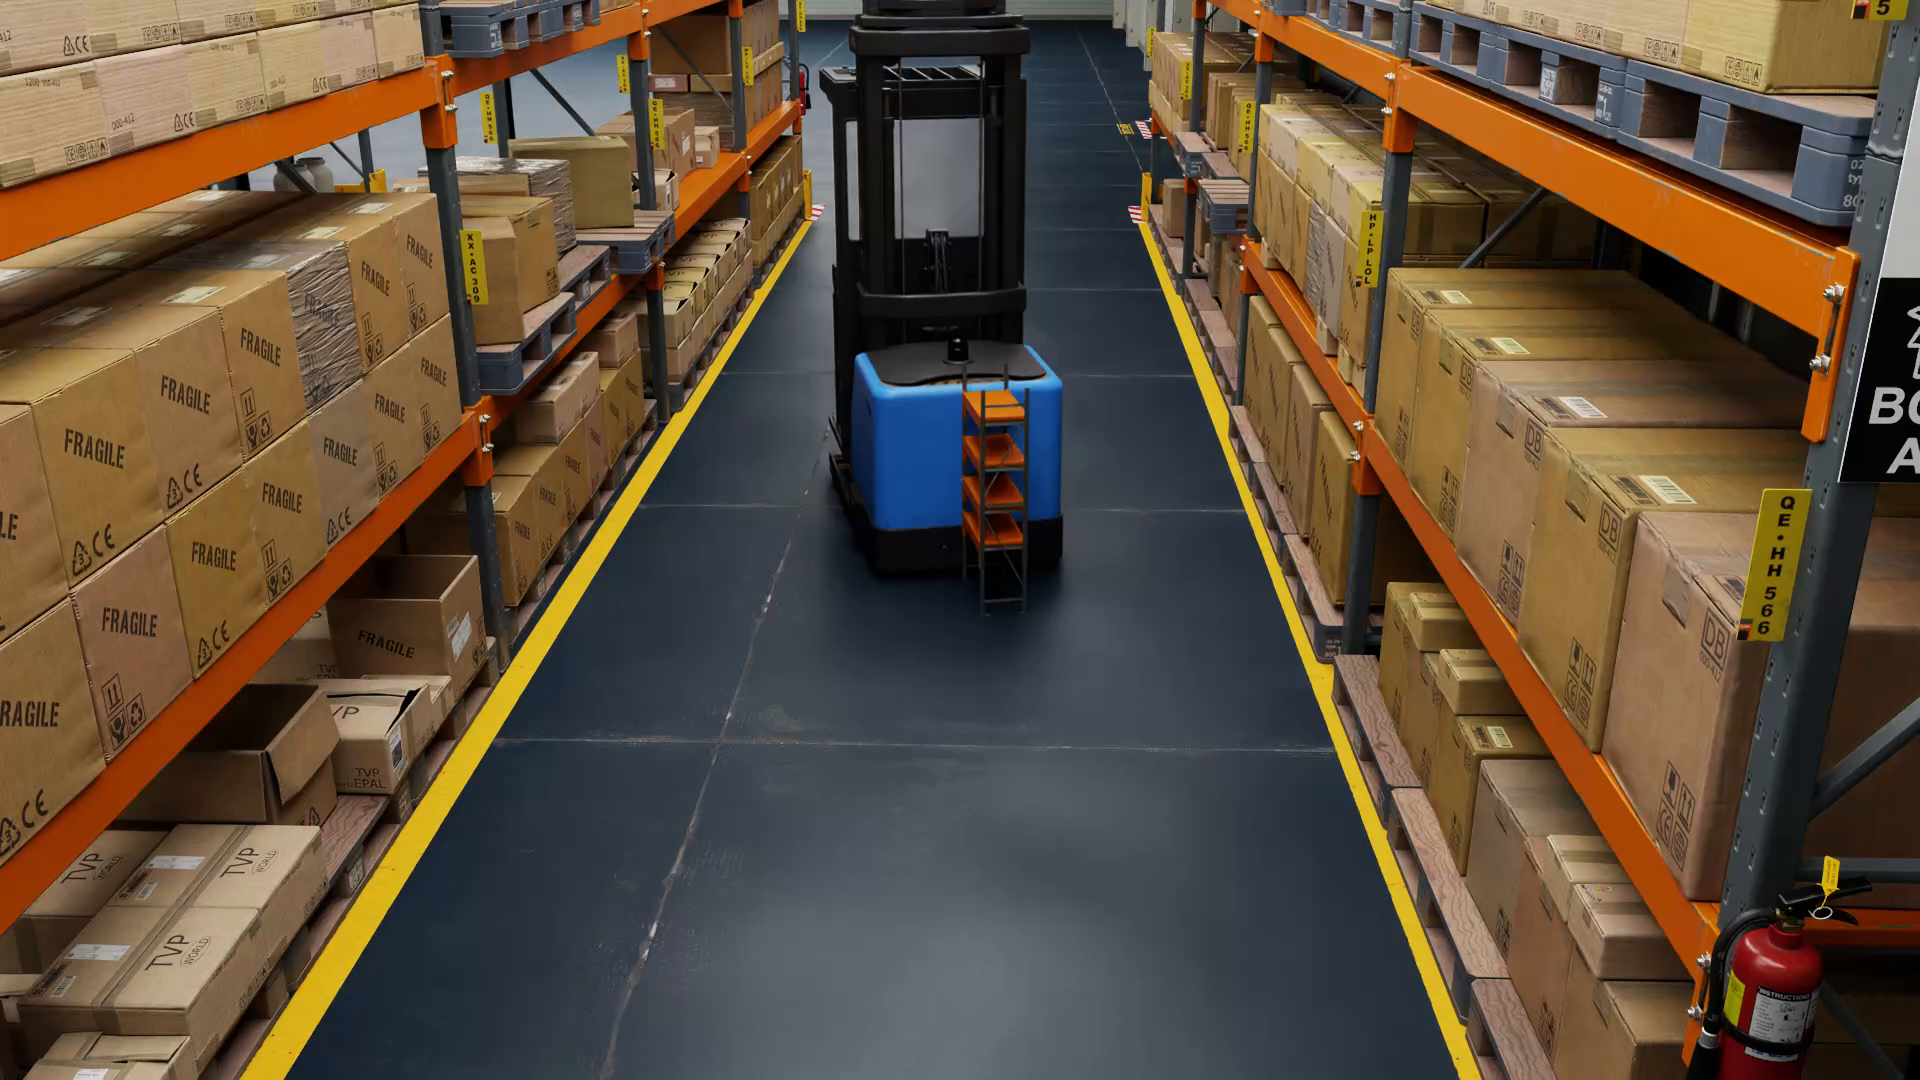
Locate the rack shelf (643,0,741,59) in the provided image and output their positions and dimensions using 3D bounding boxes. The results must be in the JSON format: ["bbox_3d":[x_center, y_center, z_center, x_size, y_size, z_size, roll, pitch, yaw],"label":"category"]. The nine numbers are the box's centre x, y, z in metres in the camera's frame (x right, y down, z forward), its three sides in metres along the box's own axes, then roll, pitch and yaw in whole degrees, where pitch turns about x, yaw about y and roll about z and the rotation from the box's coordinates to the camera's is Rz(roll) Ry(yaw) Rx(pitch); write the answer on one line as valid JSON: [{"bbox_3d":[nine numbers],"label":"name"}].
[{"bbox_3d":[-2.479,-4.018,12.585,1.077,0.370,4.000,1,21,2],"label":"rack shelf"}]

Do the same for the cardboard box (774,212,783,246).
[{"bbox_3d":[-2.060,-3.118,16.638,0.500,0.250,0.500,1,21,2],"label":"cardboard box"}]

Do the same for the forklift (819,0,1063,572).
[{"bbox_3d":[-0.216,-1.695,9.845,1.130,2.935,3.031,-4,22,-10],"label":"forklift"}]

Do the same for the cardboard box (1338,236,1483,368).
[{"bbox_3d":[2.052,-1.097,7.631,0.500,0.500,0.500,0,21,1],"label":"cardboard box"}]

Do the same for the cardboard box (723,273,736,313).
[{"bbox_3d":[-2.173,-2.071,13.940,0.500,0.250,0.500,1,21,3],"label":"cardboard box"}]

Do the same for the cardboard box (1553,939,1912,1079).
[{"bbox_3d":[2.090,1.429,4.573,0.700,0.500,0.500,1,21,2],"label":"cardboard box"}]

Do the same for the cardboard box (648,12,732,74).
[{"bbox_3d":[-2.411,-4.490,15.022,0.700,0.500,0.500,1,21,2],"label":"cardboard box"}]

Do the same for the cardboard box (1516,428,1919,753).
[{"bbox_3d":[2.185,0.126,4.642,0.980,0.700,0.700,0,21,1],"label":"cardboard box"}]

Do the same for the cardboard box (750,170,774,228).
[{"bbox_3d":[-2.083,-3.287,16.036,0.500,0.500,0.500,1,21,2],"label":"cardboard box"}]

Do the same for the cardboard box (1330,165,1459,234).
[{"bbox_3d":[2.074,-1.633,7.977,0.500,0.250,0.500,1,21,3],"label":"cardboard box"}]

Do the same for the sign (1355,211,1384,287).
[{"bbox_3d":[1.748,-1.238,7.081,0.100,0.325,0.005,1,21,2],"label":"sign"}]

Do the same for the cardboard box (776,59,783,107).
[{"bbox_3d":[-2.323,-5.002,18.136,0.700,0.500,0.500,1,21,2],"label":"cardboard box"}]

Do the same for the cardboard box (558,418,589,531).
[{"bbox_3d":[-2.375,-0.371,9.186,0.500,0.500,0.500,1,21,2],"label":"cardboard box"}]

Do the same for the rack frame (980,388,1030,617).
[{"bbox_3d":[0.221,-0.175,8.320,0.240,1.200,0.015,-4,22,-10],"label":"rack frame"}]

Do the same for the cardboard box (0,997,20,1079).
[{"bbox_3d":[-3.013,1.422,4.565,0.500,0.500,0.500,1,21,2],"label":"cardboard box"}]

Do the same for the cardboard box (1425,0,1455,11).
[{"bbox_3d":[2.006,-2.056,6.023,0.500,0.250,0.500,1,21,1],"label":"cardboard box"}]

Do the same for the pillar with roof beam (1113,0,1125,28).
[{"bbox_3d":[0.108,-18.500,44.767,9.100,9.000,0.400,1,21,2],"label":"pillar with roof beam"}]

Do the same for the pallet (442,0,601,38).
[{"bbox_3d":[-2.543,-2.706,8.470,1.213,0.211,1.003,1,21,2],"label":"pallet"}]

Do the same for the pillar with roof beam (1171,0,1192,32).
[{"bbox_3d":[-0.439,-11.991,27.994,9.100,9.000,0.400,1,21,2],"label":"pillar with roof beam"}]

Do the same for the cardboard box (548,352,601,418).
[{"bbox_3d":[-2.358,-0.890,9.487,0.500,0.250,0.500,0,21,1],"label":"cardboard box"}]

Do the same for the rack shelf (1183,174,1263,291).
[{"bbox_3d":[2.473,-2.566,12.991,1.077,0.370,4.000,1,21,2],"label":"rack shelf"}]

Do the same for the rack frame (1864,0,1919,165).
[{"bbox_3d":[2.169,-2.083,2.457,1.000,3.000,0.127,1,21,2],"label":"rack frame"}]

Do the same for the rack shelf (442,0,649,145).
[{"bbox_3d":[-2.600,-2.572,8.858,1.077,0.370,4.000,1,21,2],"label":"rack shelf"}]

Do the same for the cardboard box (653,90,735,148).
[{"bbox_3d":[-2.411,-3.885,15.257,0.700,0.500,0.500,0,21,0],"label":"cardboard box"}]

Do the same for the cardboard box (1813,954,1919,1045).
[{"bbox_3d":[2.286,1.174,4.334,0.380,0.149,0.250,1,21,2],"label":"cardboard box"}]

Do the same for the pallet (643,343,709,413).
[{"bbox_3d":[-2.475,-1.229,12.404,1.003,0.211,1.213,1,21,2],"label":"pallet"}]

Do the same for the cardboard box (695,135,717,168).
[{"bbox_3d":[-2.261,-3.295,14.061,0.396,0.266,0.258,0,21,0],"label":"cardboard box"}]

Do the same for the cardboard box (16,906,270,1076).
[{"bbox_3d":[-2.468,1.363,5.061,0.500,0.250,0.500,1,21,2],"label":"cardboard box"}]

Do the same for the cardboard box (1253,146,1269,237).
[{"bbox_3d":[2.141,-2.200,10.476,0.500,0.500,0.500,1,21,3],"label":"cardboard box"}]

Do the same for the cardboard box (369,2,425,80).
[{"bbox_3d":[-2.410,-1.935,6.430,0.500,0.250,0.500,1,21,2],"label":"cardboard box"}]

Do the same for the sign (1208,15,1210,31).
[{"bbox_3d":[3.914,-8.086,26.174,0.001,0.329,0.234,1,21,2],"label":"sign"}]

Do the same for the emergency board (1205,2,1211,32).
[{"bbox_3d":[3.794,-7.871,25.668,0.194,1.169,0.643,1,21,2],"label":"emergency board"}]

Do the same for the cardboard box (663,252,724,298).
[{"bbox_3d":[-2.190,-2.153,13.378,0.500,0.311,0.500,0,21,1],"label":"cardboard box"}]

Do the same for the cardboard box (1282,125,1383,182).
[{"bbox_3d":[2.114,-2.186,9.403,0.500,0.250,0.500,1,21,2],"label":"cardboard box"}]

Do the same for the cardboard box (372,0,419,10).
[{"bbox_3d":[-2.405,-2.168,6.340,0.500,0.250,0.500,1,21,2],"label":"cardboard box"}]

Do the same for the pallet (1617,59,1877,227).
[{"bbox_3d":[2.181,-0.911,3.707,1.003,0.211,1.213,1,21,2],"label":"pallet"}]

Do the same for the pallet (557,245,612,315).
[{"bbox_3d":[-2.594,-1.439,9.356,1.003,0.211,1.213,1,21,2],"label":"pallet"}]

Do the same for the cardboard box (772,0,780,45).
[{"bbox_3d":[-2.325,-5.588,17.852,0.700,0.500,0.500,1,21,2],"label":"cardboard box"}]

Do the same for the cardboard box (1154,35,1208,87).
[{"bbox_3d":[2.315,-5.012,17.443,0.500,0.500,0.500,1,21,2],"label":"cardboard box"}]

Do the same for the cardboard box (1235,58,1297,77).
[{"bbox_3d":[2.757,-4.081,15.044,0.500,0.500,0.500,0,21,0],"label":"cardboard box"}]

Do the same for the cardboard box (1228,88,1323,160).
[{"bbox_3d":[2.471,-3.252,13.018,0.700,0.500,0.500,4,21,9],"label":"cardboard box"}]

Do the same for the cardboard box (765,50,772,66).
[{"bbox_3d":[-2.149,-4.960,17.130,0.380,0.149,0.250,1,21,3],"label":"cardboard box"}]

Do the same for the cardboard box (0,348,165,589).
[{"bbox_3d":[-2.497,-0.199,4.373,0.500,0.500,0.500,1,21,2],"label":"cardboard box"}]

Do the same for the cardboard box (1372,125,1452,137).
[{"bbox_3d":[2.619,-2.183,9.395,0.500,0.250,0.500,0,21,0],"label":"cardboard box"}]

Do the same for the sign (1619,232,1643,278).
[{"bbox_3d":[2.845,-1.167,7.084,0.100,0.325,0.005,1,21,2],"label":"sign"}]

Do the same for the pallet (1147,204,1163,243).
[{"bbox_3d":[2.593,-3.450,18.129,1.003,0.211,1.213,1,21,2],"label":"pallet"}]

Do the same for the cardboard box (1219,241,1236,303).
[{"bbox_3d":[2.562,-2.211,13.928,0.700,0.500,0.500,0,21,1],"label":"cardboard box"}]

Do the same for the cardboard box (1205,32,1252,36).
[{"bbox_3d":[2.853,-5.187,17.894,0.500,0.500,0.500,0,21,1],"label":"cardboard box"}]

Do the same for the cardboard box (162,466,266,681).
[{"bbox_3d":[-2.477,0.089,5.016,0.500,0.500,0.500,1,21,1],"label":"cardboard box"}]

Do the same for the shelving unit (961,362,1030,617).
[{"bbox_3d":[0.176,-0.261,8.544,0.258,1.200,0.503,-4,22,-10],"label":"shelving unit"}]

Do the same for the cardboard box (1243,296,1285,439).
[{"bbox_3d":[2.258,-1.108,10.628,0.750,0.750,0.750,0,21,1],"label":"cardboard box"}]

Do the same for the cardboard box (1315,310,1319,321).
[{"bbox_3d":[2.100,-1.209,8.817,0.380,0.149,0.250,0,21,0],"label":"cardboard box"}]

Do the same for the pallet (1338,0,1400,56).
[{"bbox_3d":[2.269,-2.374,7.617,0.805,0.209,1.217,0,21,-1],"label":"pallet"}]

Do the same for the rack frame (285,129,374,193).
[{"bbox_3d":[-7.247,-5.180,18.733,1.000,3.000,0.127,1,21,2],"label":"rack frame"}]

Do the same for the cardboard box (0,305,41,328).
[{"bbox_3d":[-3.019,-0.386,4.857,0.500,0.500,0.500,1,21,3],"label":"cardboard box"}]

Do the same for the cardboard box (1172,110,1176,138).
[{"bbox_3d":[2.269,-3.919,15.662,0.500,0.250,0.500,1,21,2],"label":"cardboard box"}]
